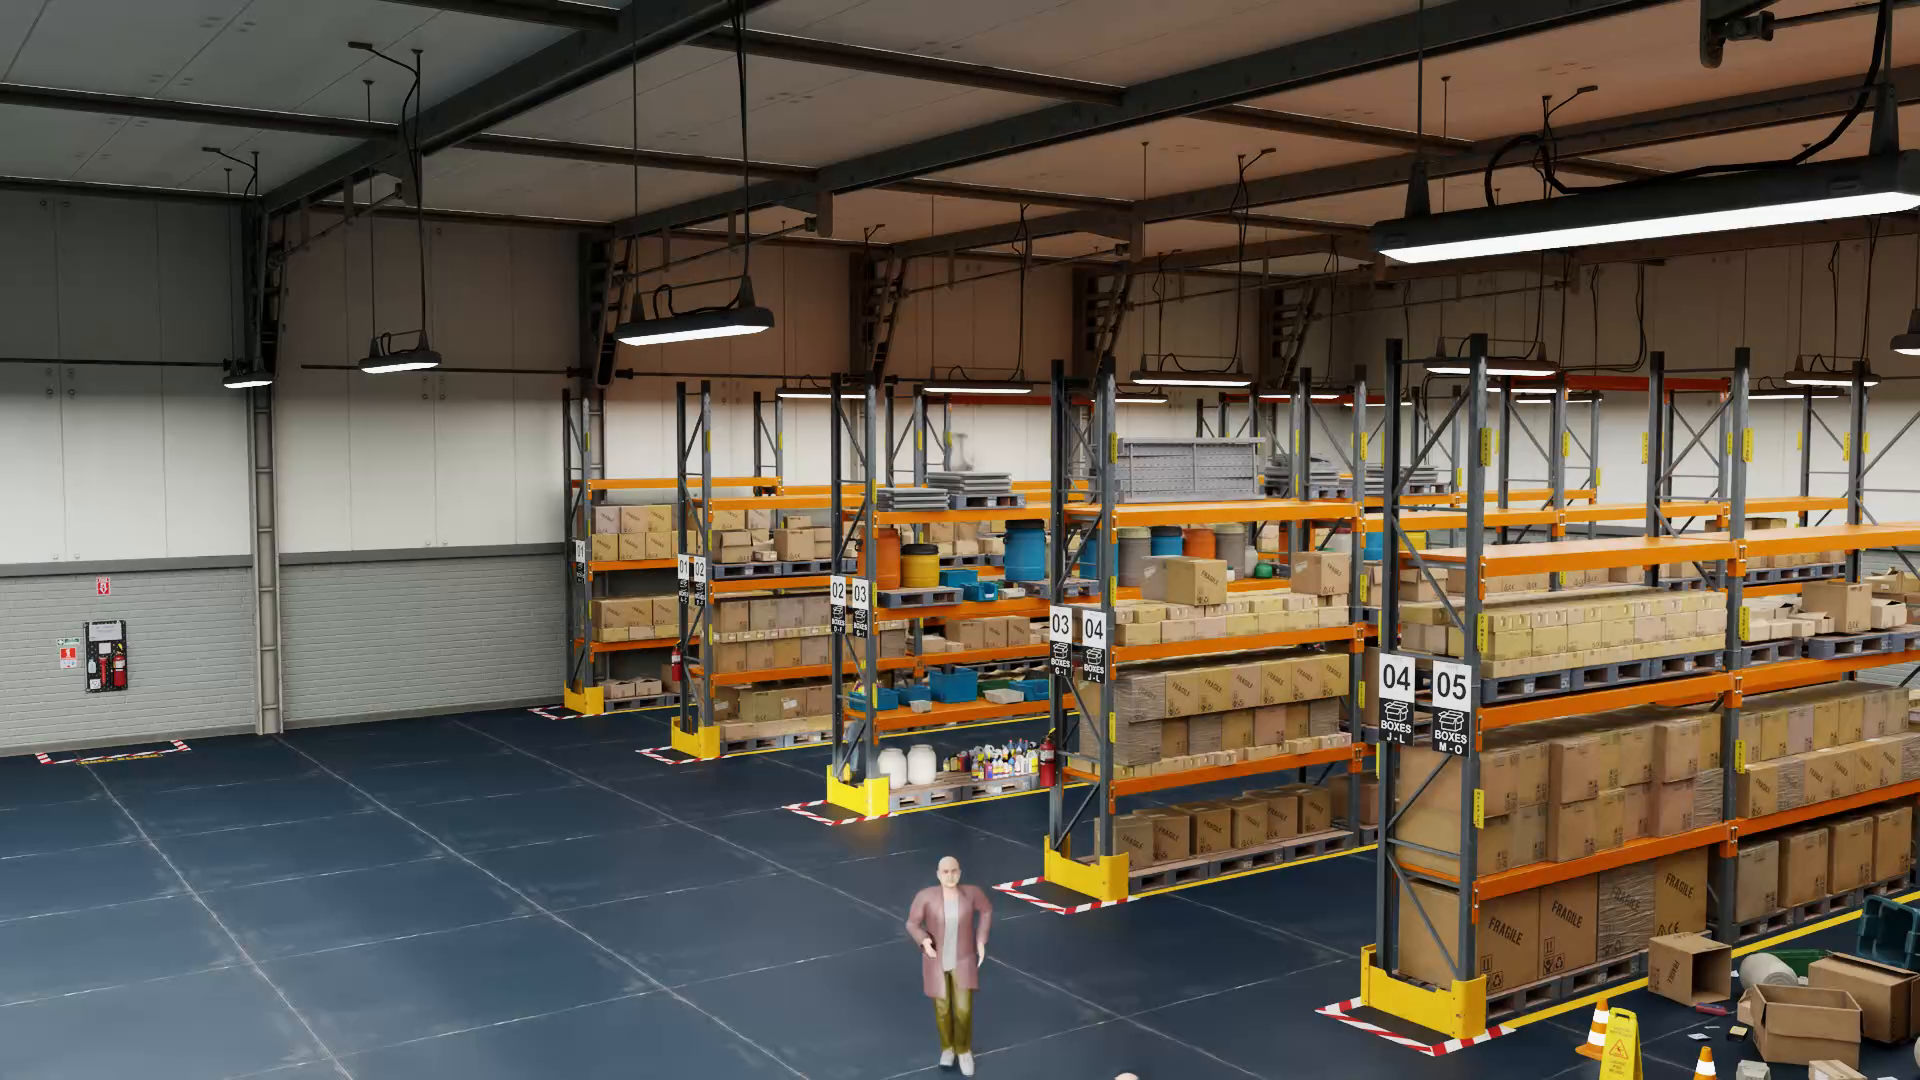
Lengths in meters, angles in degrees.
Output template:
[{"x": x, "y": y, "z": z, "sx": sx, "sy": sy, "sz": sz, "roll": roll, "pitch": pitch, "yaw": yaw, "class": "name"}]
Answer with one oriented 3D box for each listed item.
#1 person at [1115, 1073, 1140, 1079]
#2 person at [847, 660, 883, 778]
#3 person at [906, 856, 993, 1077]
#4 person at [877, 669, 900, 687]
[{"x": 0.880, "y": 3.719, "z": 8.901, "sx": 0.719, "sy": 1.743, "sz": 0.883, "roll": 1, "pitch": 4, "yaw": 11, "class": "person"}, {"x": -1.406, "y": 2.679, "z": 24.801, "sx": 0.863, "sy": 1.794, "sz": 0.698, "roll": -3, "pitch": 5, "yaw": -37, "class": "person"}, {"x": -0.088, "y": 3.432, "z": 13.370, "sx": 0.701, "sy": 1.786, "sz": 0.750, "roll": 0, "pitch": 4, "yaw": 2, "class": "person"}, {"x": -1.391, "y": 2.296, "z": 31.670, "sx": 0.914, "sy": 1.645, "sz": 0.586, "roll": -3, "pitch": 5, "yaw": -40, "class": "person"}]
